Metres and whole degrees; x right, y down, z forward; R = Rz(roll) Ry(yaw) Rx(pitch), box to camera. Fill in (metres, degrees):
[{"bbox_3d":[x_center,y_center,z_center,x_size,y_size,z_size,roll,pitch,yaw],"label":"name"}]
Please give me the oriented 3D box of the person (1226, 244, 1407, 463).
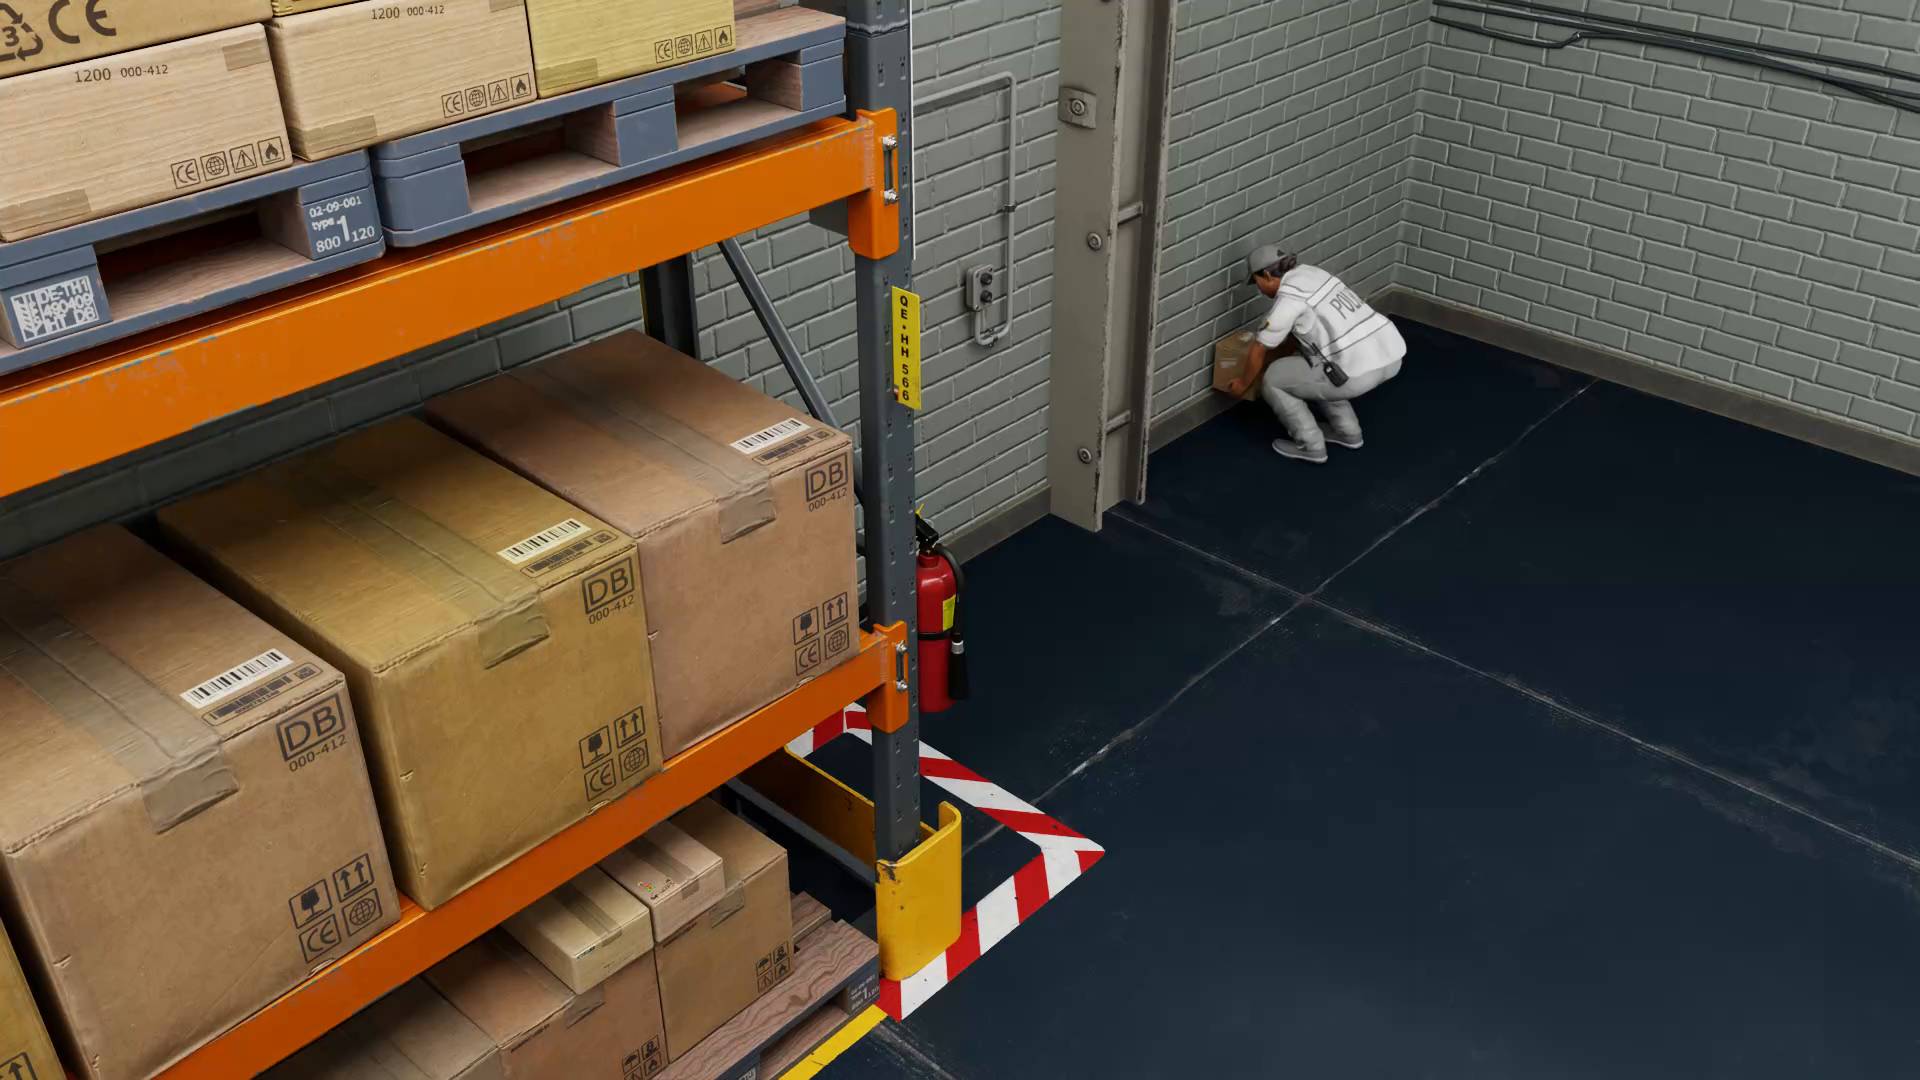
[{"bbox_3d":[1.760,-0.914,8.246,0.835,1.021,0.528,25,40,35],"label":"person"}]
